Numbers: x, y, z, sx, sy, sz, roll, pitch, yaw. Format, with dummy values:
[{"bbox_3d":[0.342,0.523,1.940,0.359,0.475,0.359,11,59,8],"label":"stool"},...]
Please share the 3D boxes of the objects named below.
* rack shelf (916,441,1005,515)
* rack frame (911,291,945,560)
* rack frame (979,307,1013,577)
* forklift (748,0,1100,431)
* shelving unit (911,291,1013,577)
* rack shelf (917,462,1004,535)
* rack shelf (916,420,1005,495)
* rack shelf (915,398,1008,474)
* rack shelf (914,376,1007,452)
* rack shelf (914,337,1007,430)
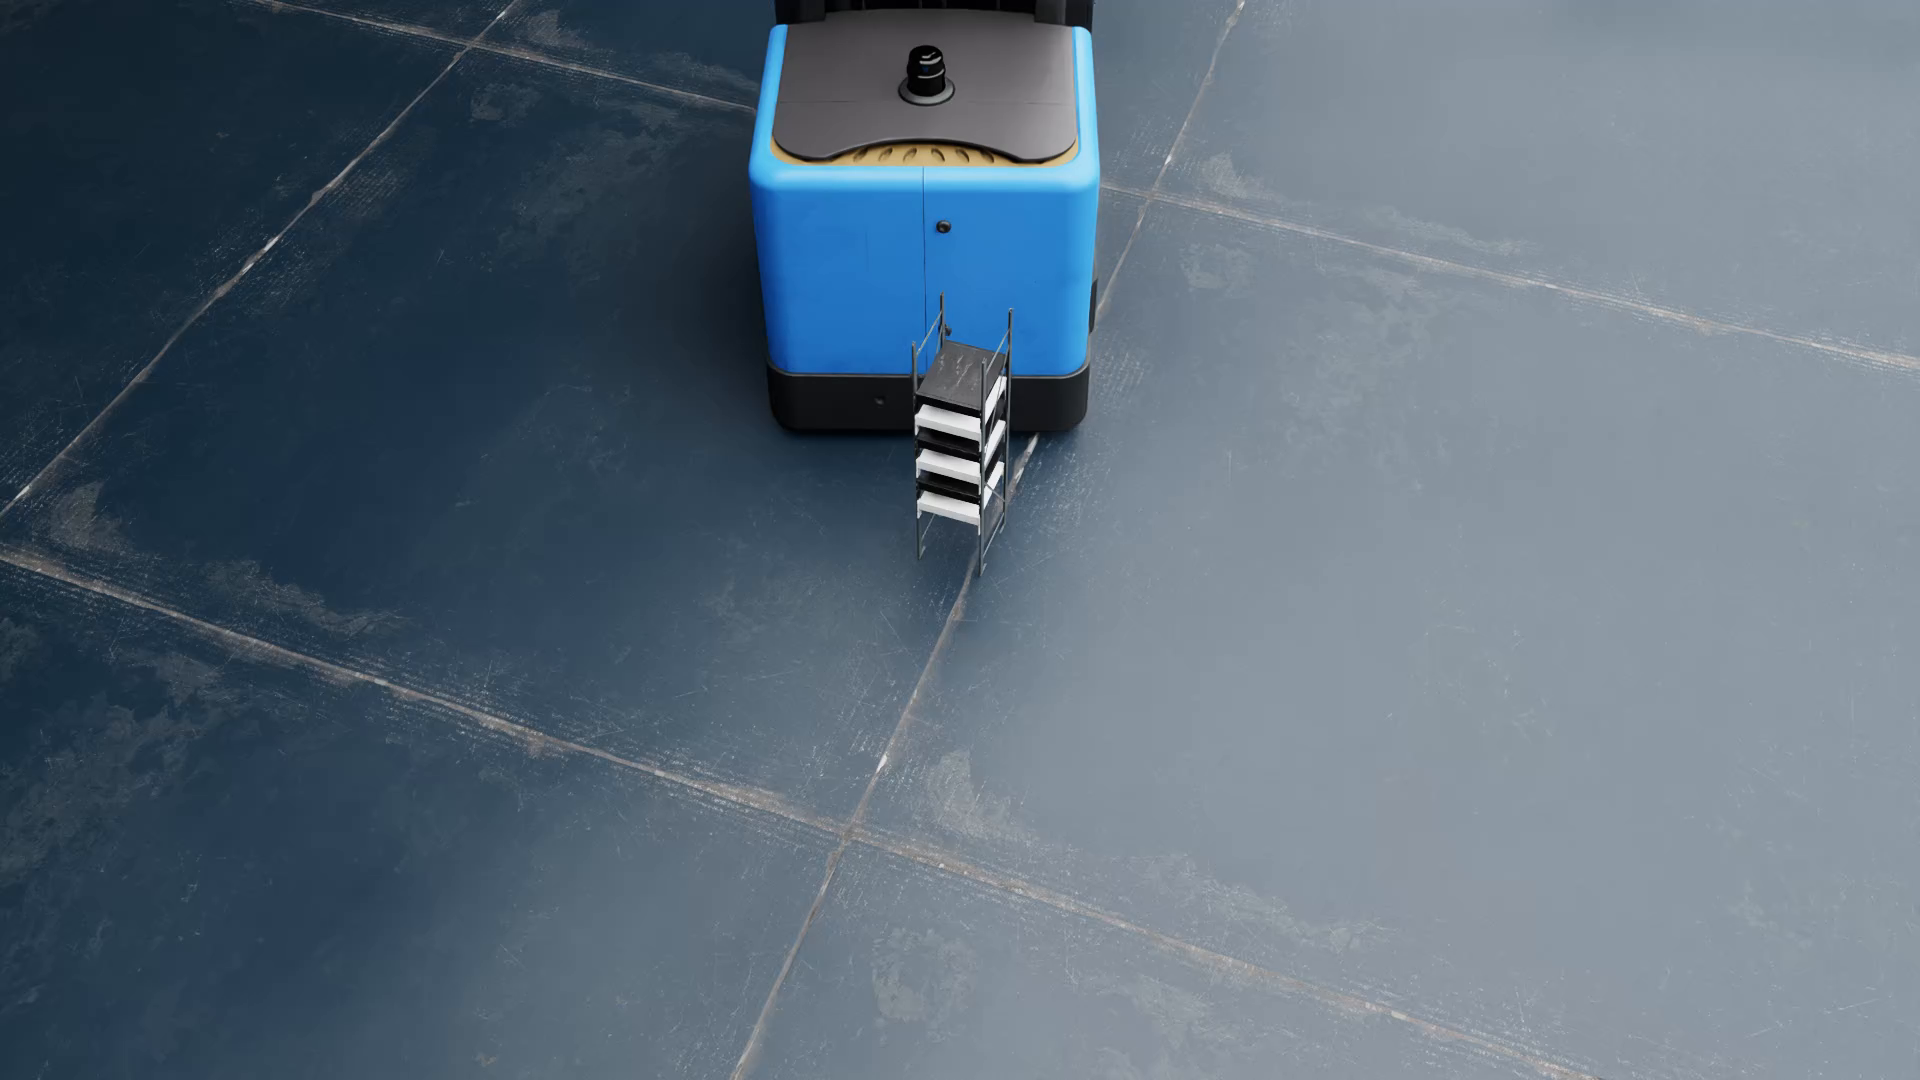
[{"bbox_3d":[0.008,-0.212,5.001,0.200,0.077,0.258,16,51,13],"label":"rack shelf"},{"bbox_3d":[-0.088,-0.319,4.931,0.006,0.900,0.240,16,51,13],"label":"rack frame"},{"bbox_3d":[0.103,-0.266,4.885,0.006,0.900,0.240,16,51,13],"label":"rack frame"},{"bbox_3d":[-0.084,-2.418,5.406,1.130,2.935,3.031,1,49,1],"label":"forklift"},{"bbox_3d":[0.008,-0.293,4.908,0.210,0.900,0.258,16,51,13],"label":"shelving unit"},{"bbox_3d":[0.008,-0.153,5.069,0.200,0.077,0.258,16,51,13],"label":"rack shelf"},{"bbox_3d":[0.008,-0.271,4.933,0.200,0.077,0.258,16,51,13],"label":"rack shelf"},{"bbox_3d":[0.008,-0.330,4.865,0.200,0.077,0.258,16,51,13],"label":"rack shelf"},{"bbox_3d":[0.008,-0.389,4.797,0.200,0.077,0.258,16,51,13],"label":"rack shelf"},{"bbox_3d":[0.008,-0.448,4.729,0.200,0.077,0.258,16,51,13],"label":"rack shelf"}]
